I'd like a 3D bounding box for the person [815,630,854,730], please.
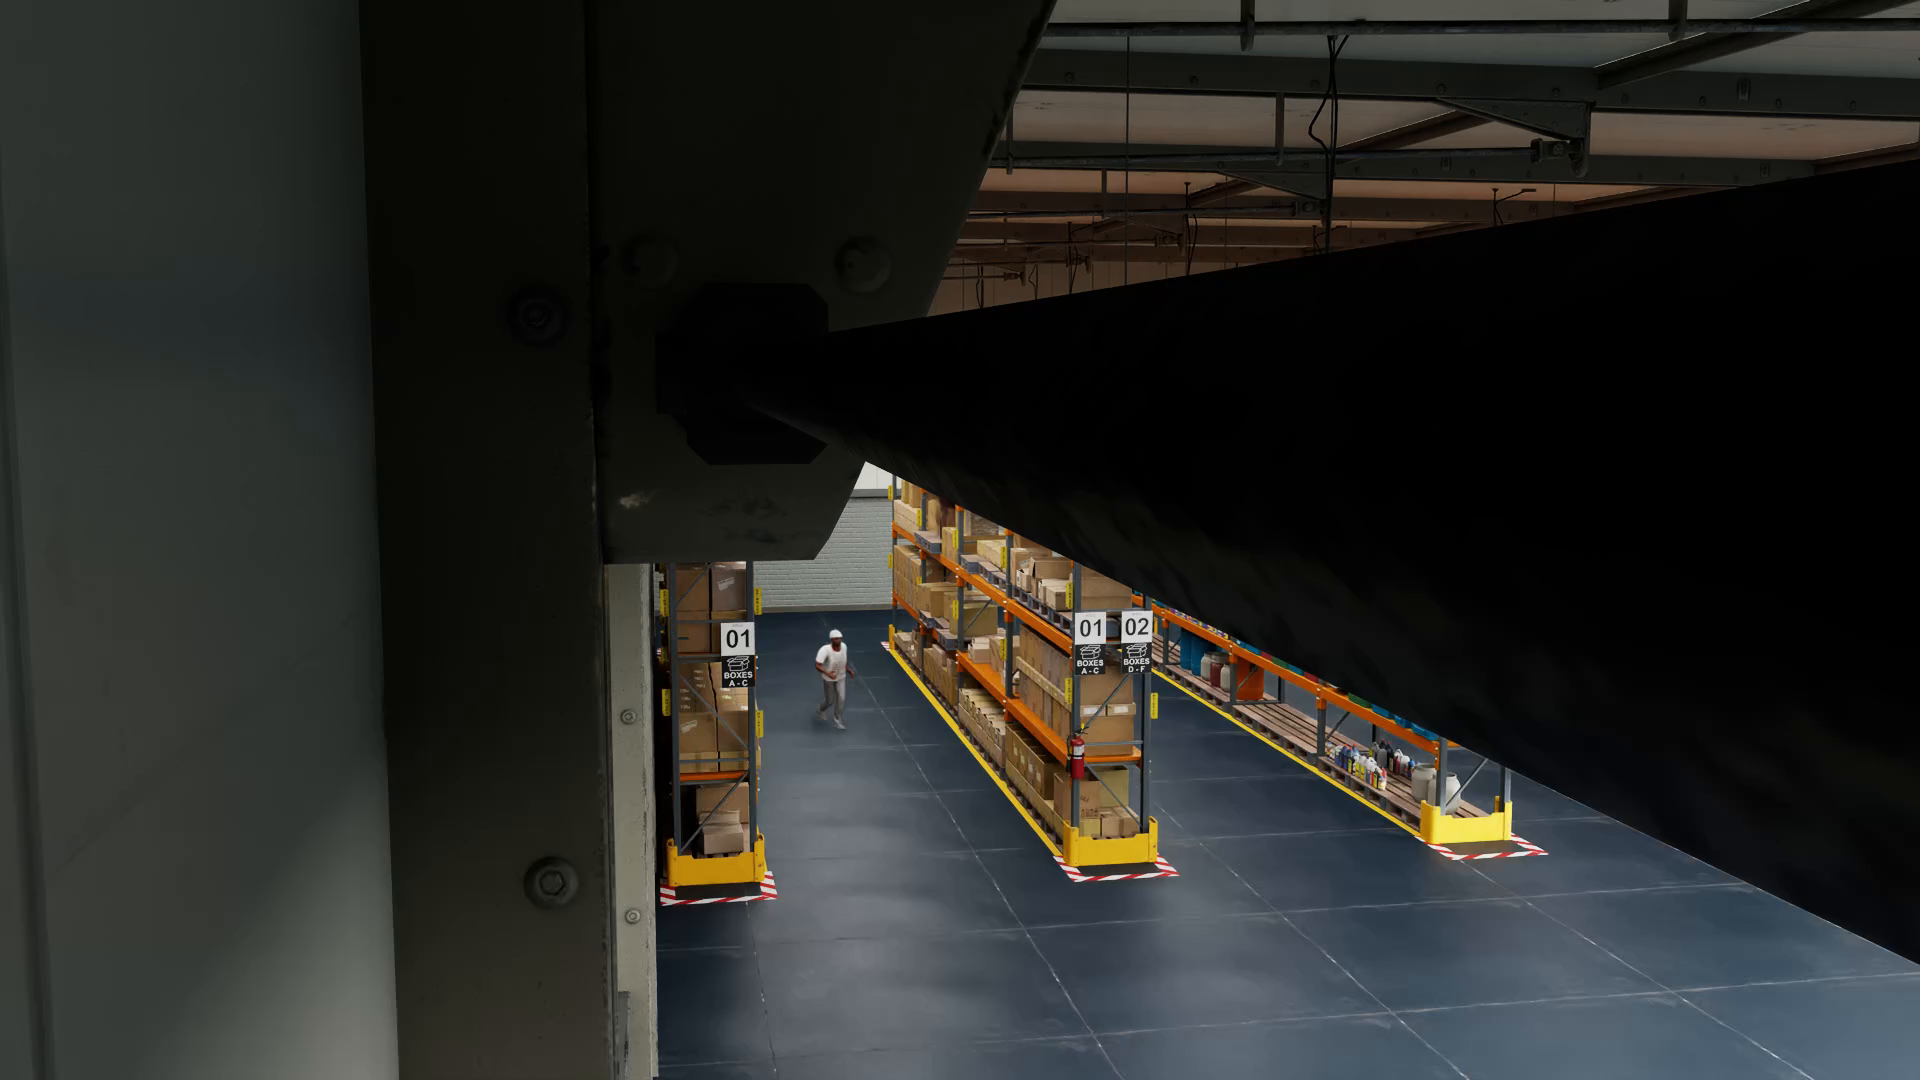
[{"bbox_3d":[-2.227,2.379,28.716,0.694,1.724,0.845,-4,7,-30],"label":"person"}]
